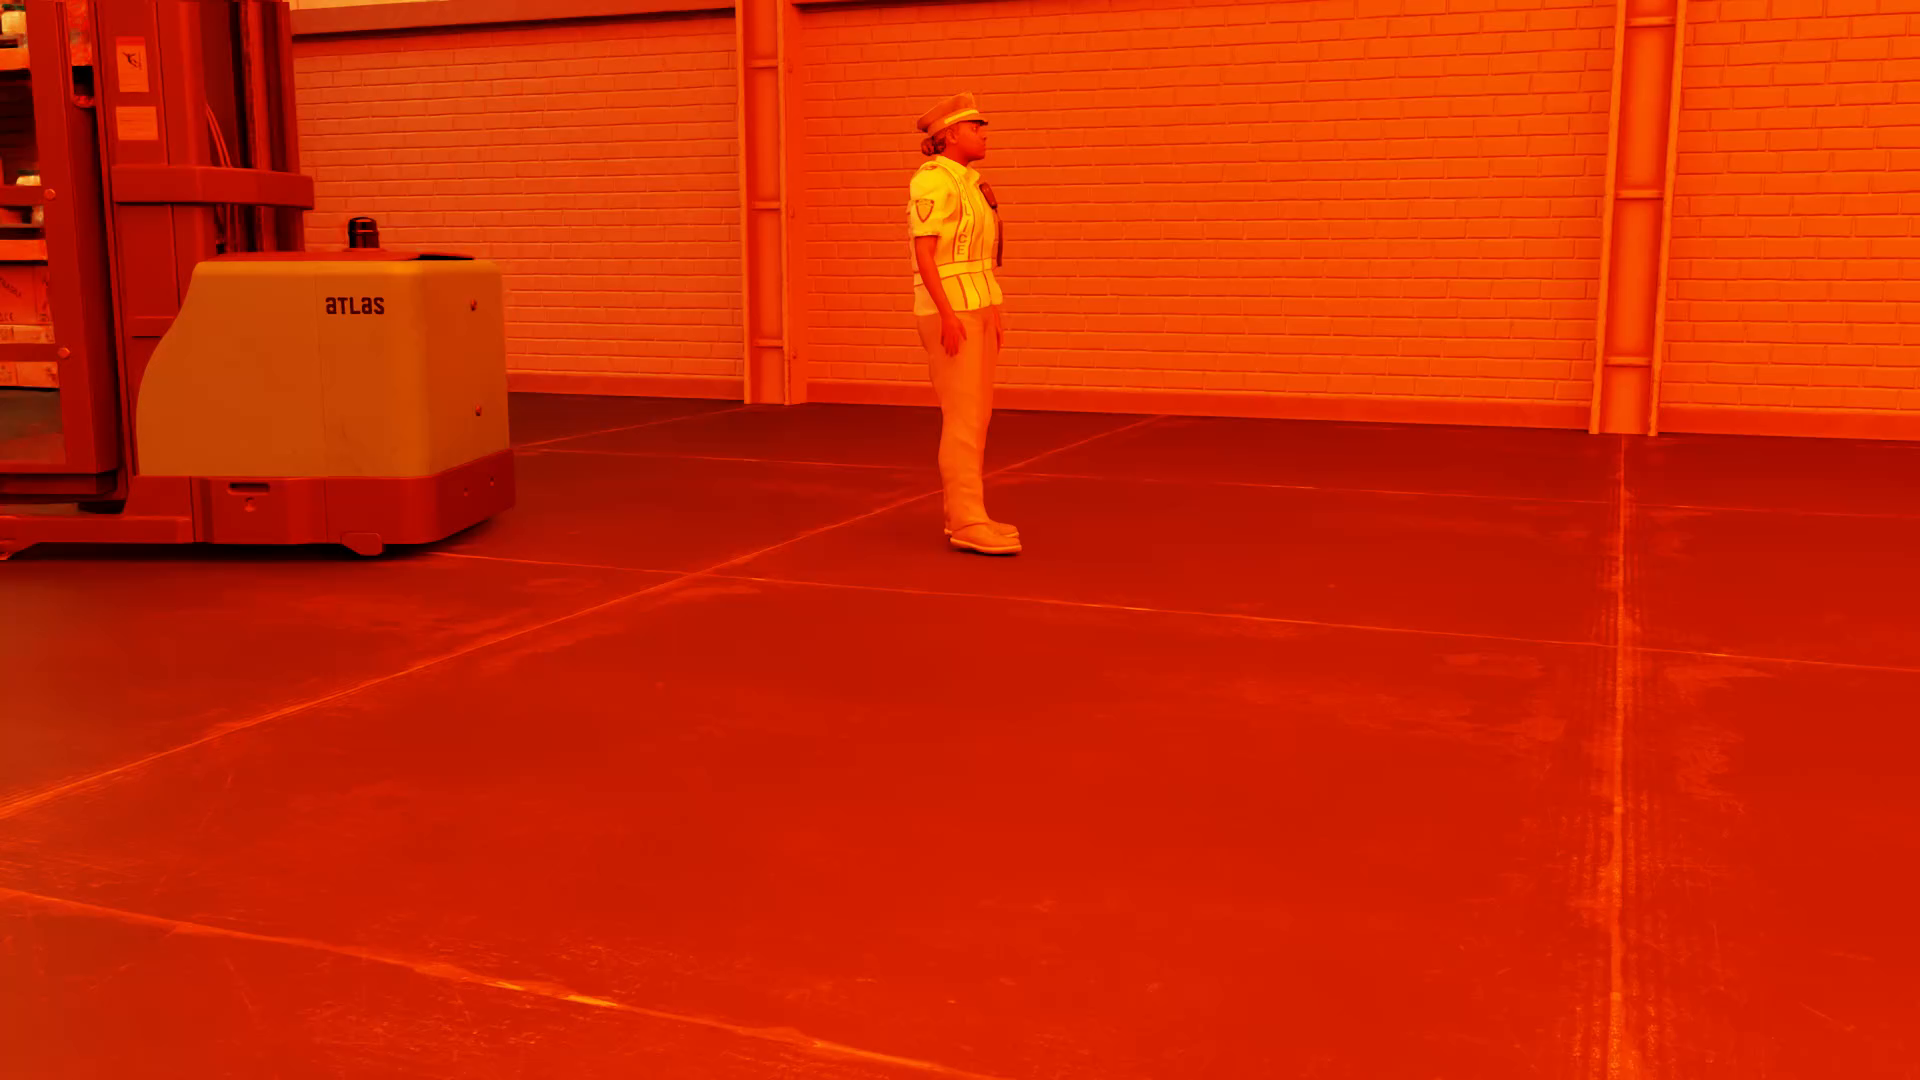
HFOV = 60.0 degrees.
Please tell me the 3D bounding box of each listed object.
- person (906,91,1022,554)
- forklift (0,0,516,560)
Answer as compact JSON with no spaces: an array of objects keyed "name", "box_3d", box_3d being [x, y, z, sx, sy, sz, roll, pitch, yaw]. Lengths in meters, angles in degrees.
[{"name":"person","box_3d":[0.063,-0.835,6.297,0.528,1.697,0.570,4,10,21]},{"name":"forklift","box_3d":[-3.378,-1.458,6.317,3.031,2.935,1.130,0,10,3]}]
